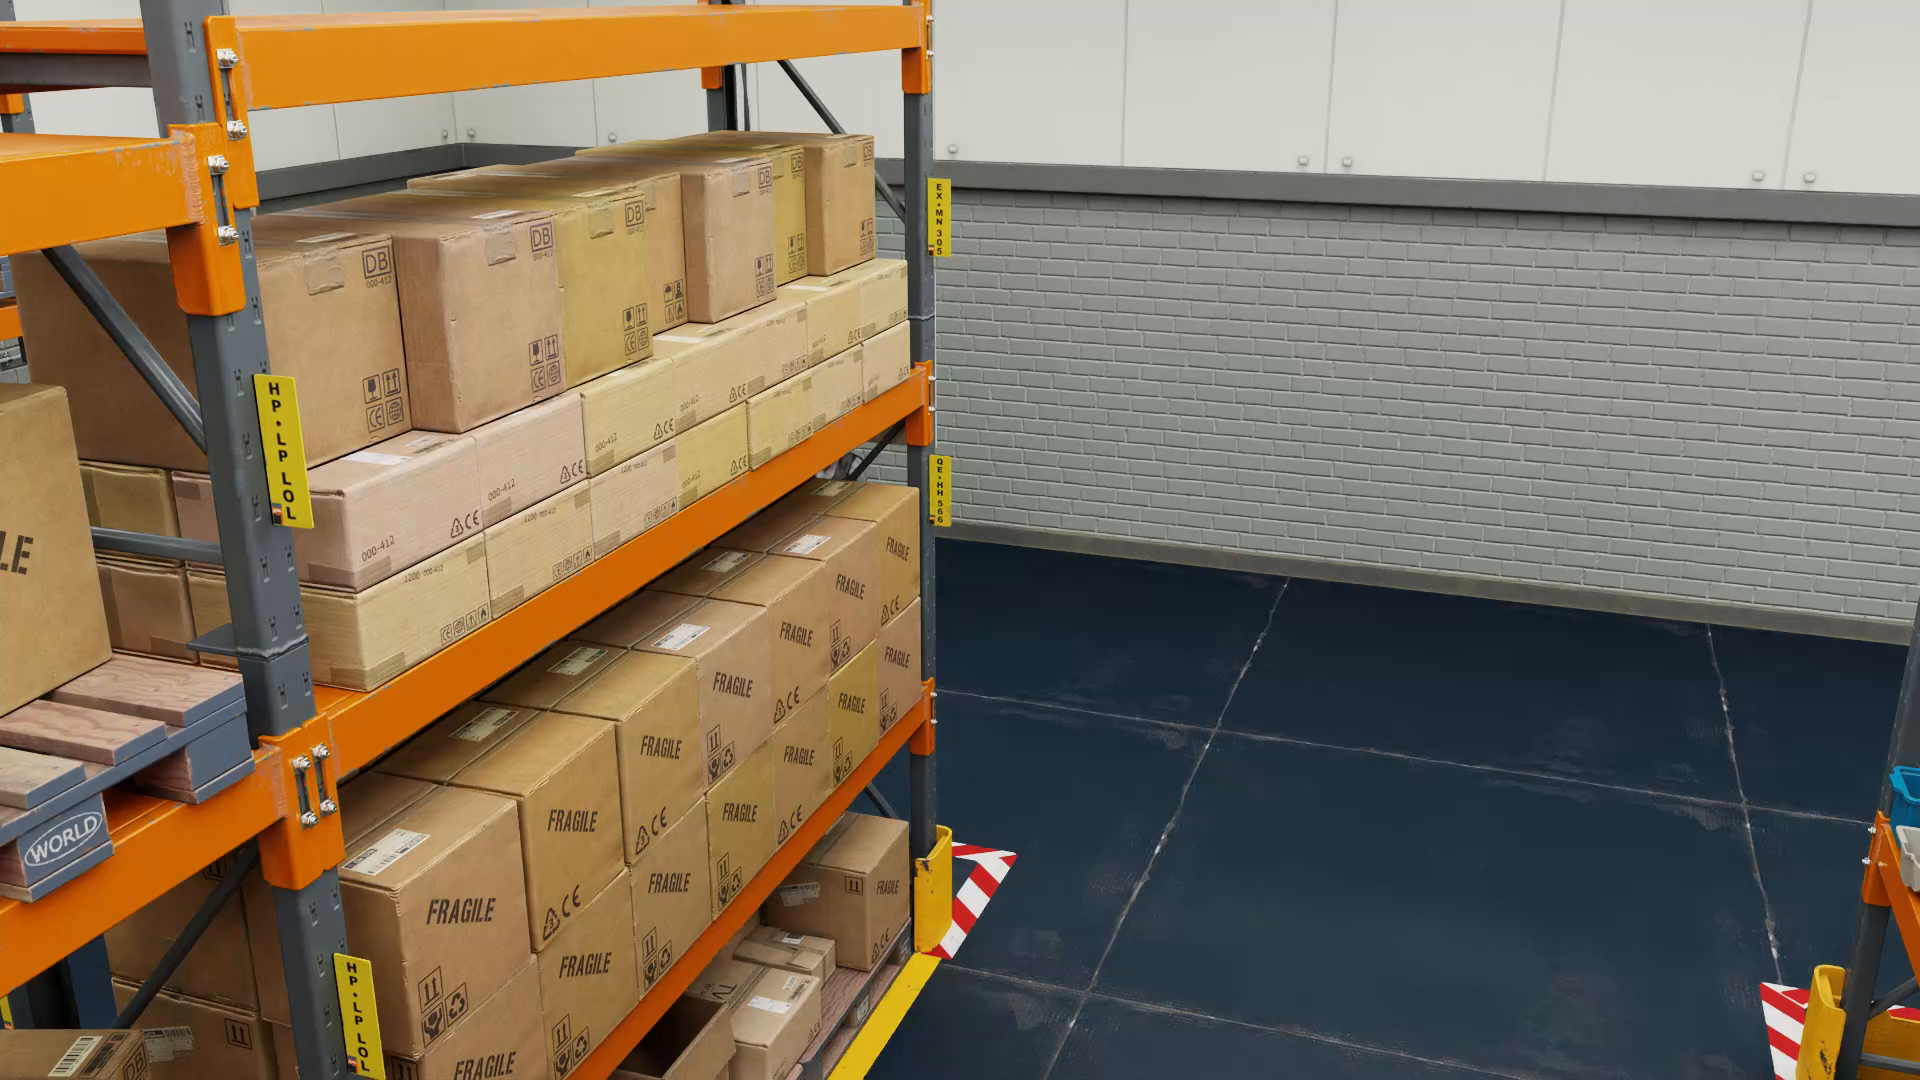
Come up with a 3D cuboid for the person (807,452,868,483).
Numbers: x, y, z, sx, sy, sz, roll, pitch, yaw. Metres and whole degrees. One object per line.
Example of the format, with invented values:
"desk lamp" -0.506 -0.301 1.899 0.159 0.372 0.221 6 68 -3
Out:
"person" -0.866 0.004 11.089 0.573 1.719 0.424 5 19 15
